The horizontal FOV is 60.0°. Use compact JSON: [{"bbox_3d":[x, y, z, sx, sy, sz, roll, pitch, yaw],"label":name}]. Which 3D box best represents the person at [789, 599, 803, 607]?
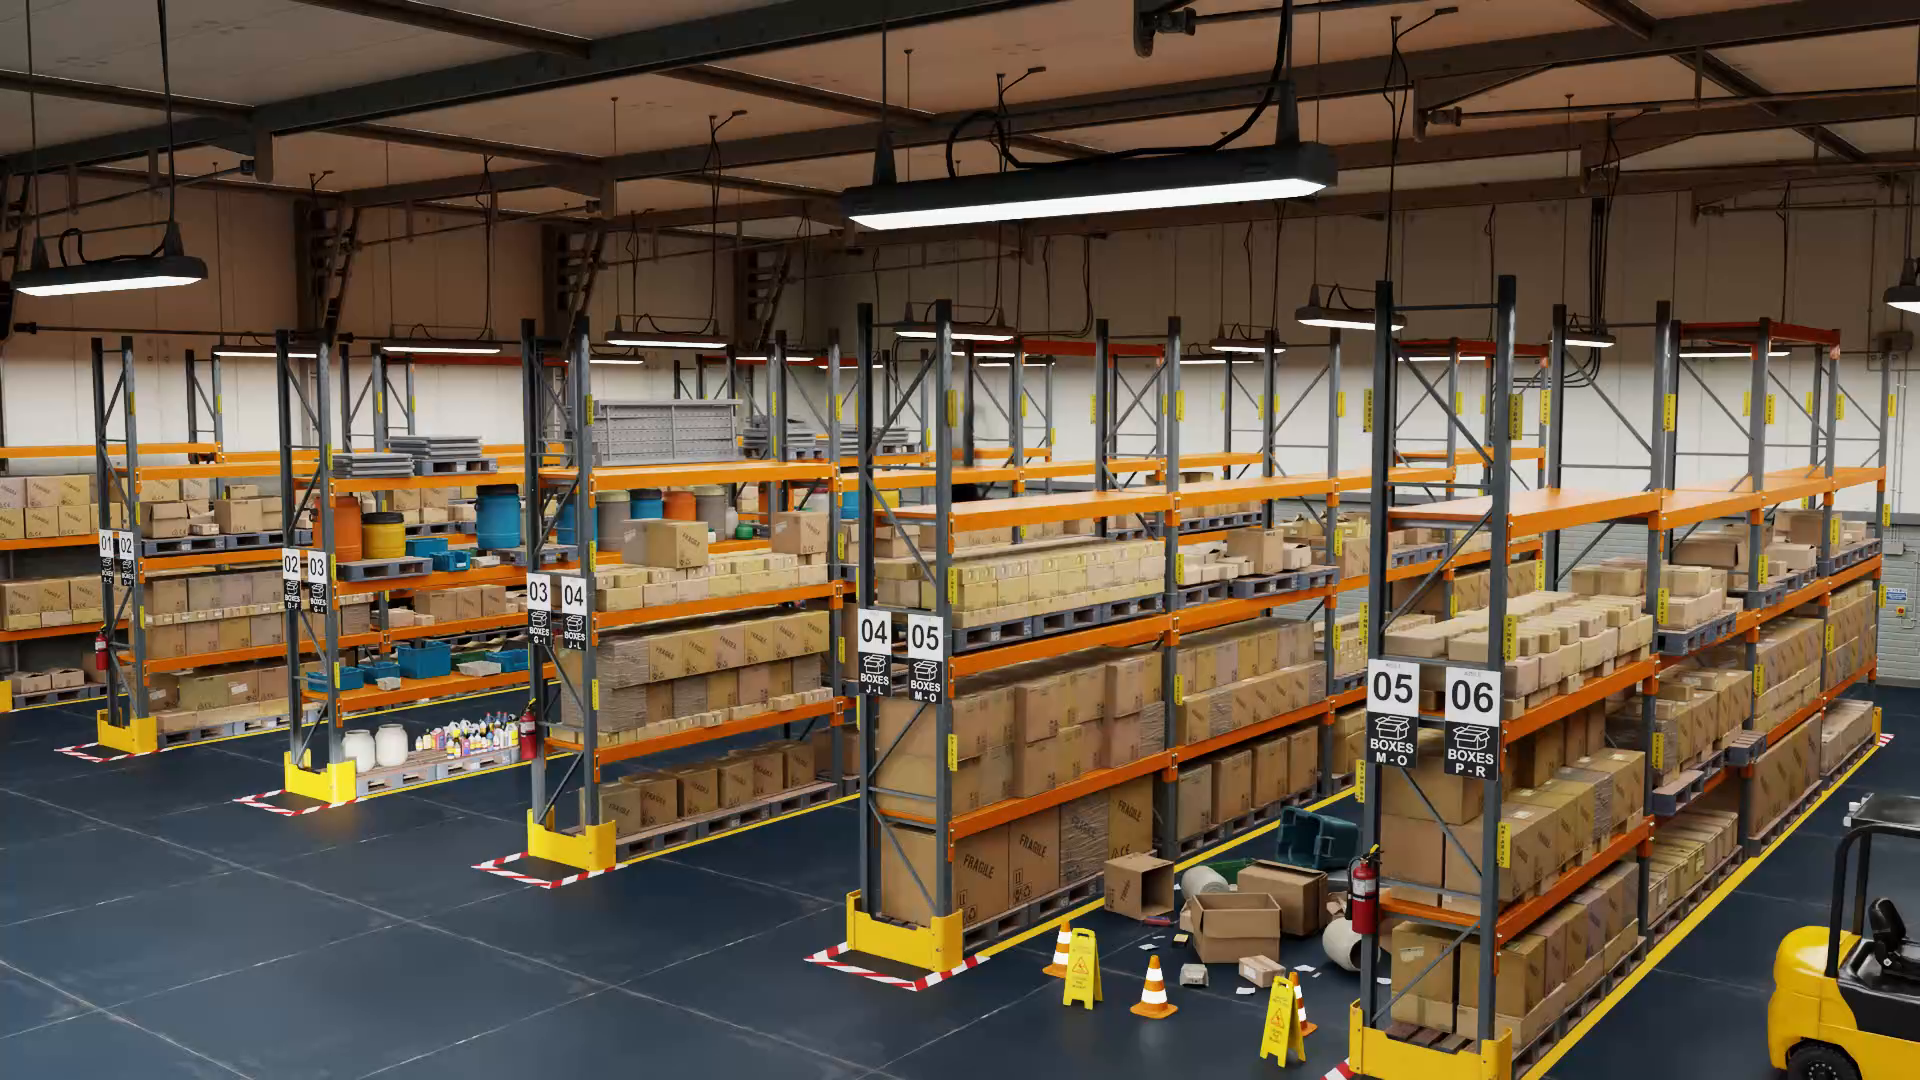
[{"bbox_3d":[-3.288,1.450,32.397,0.661,1.841,0.883,3,6,27],"label":"person"}]
